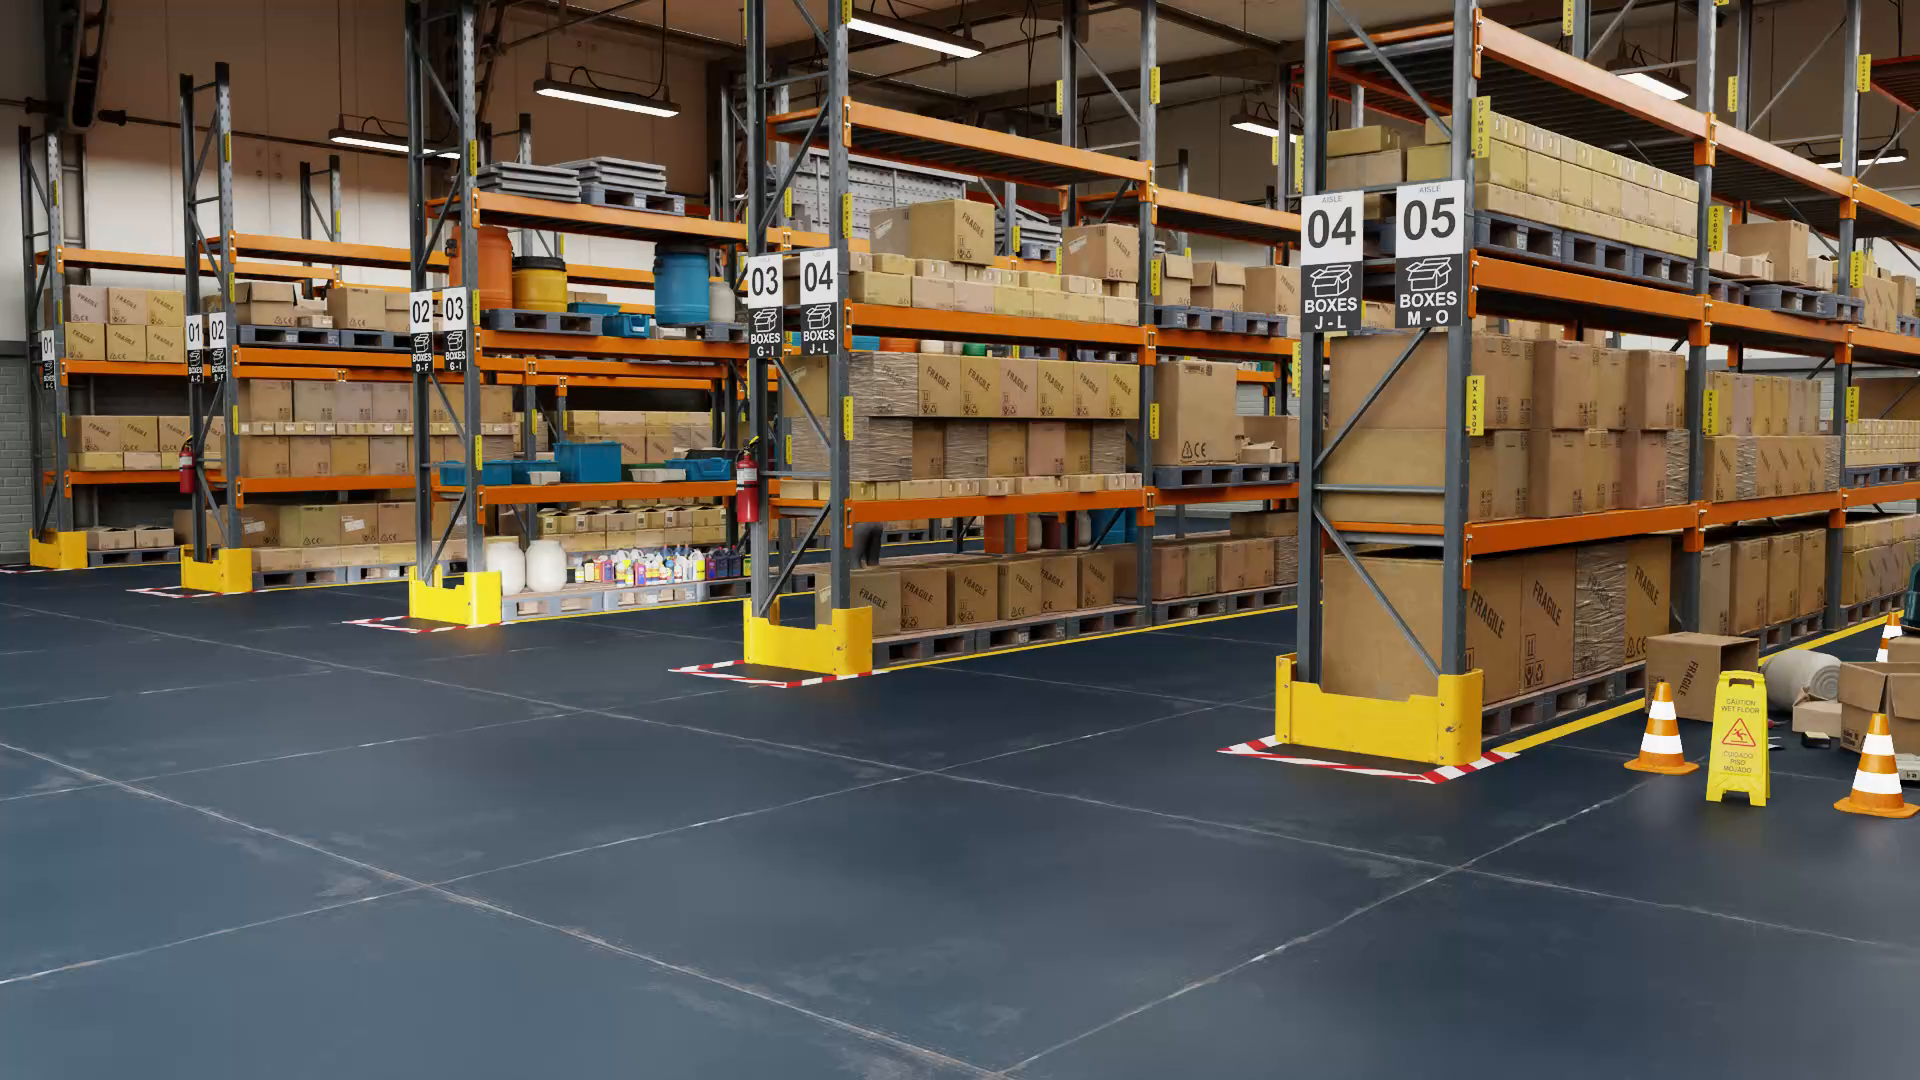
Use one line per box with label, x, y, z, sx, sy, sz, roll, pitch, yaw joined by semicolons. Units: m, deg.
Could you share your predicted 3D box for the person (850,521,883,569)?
person;-1.026;-0.128;17.539;0.402;1.653;0.519;3;5;38
